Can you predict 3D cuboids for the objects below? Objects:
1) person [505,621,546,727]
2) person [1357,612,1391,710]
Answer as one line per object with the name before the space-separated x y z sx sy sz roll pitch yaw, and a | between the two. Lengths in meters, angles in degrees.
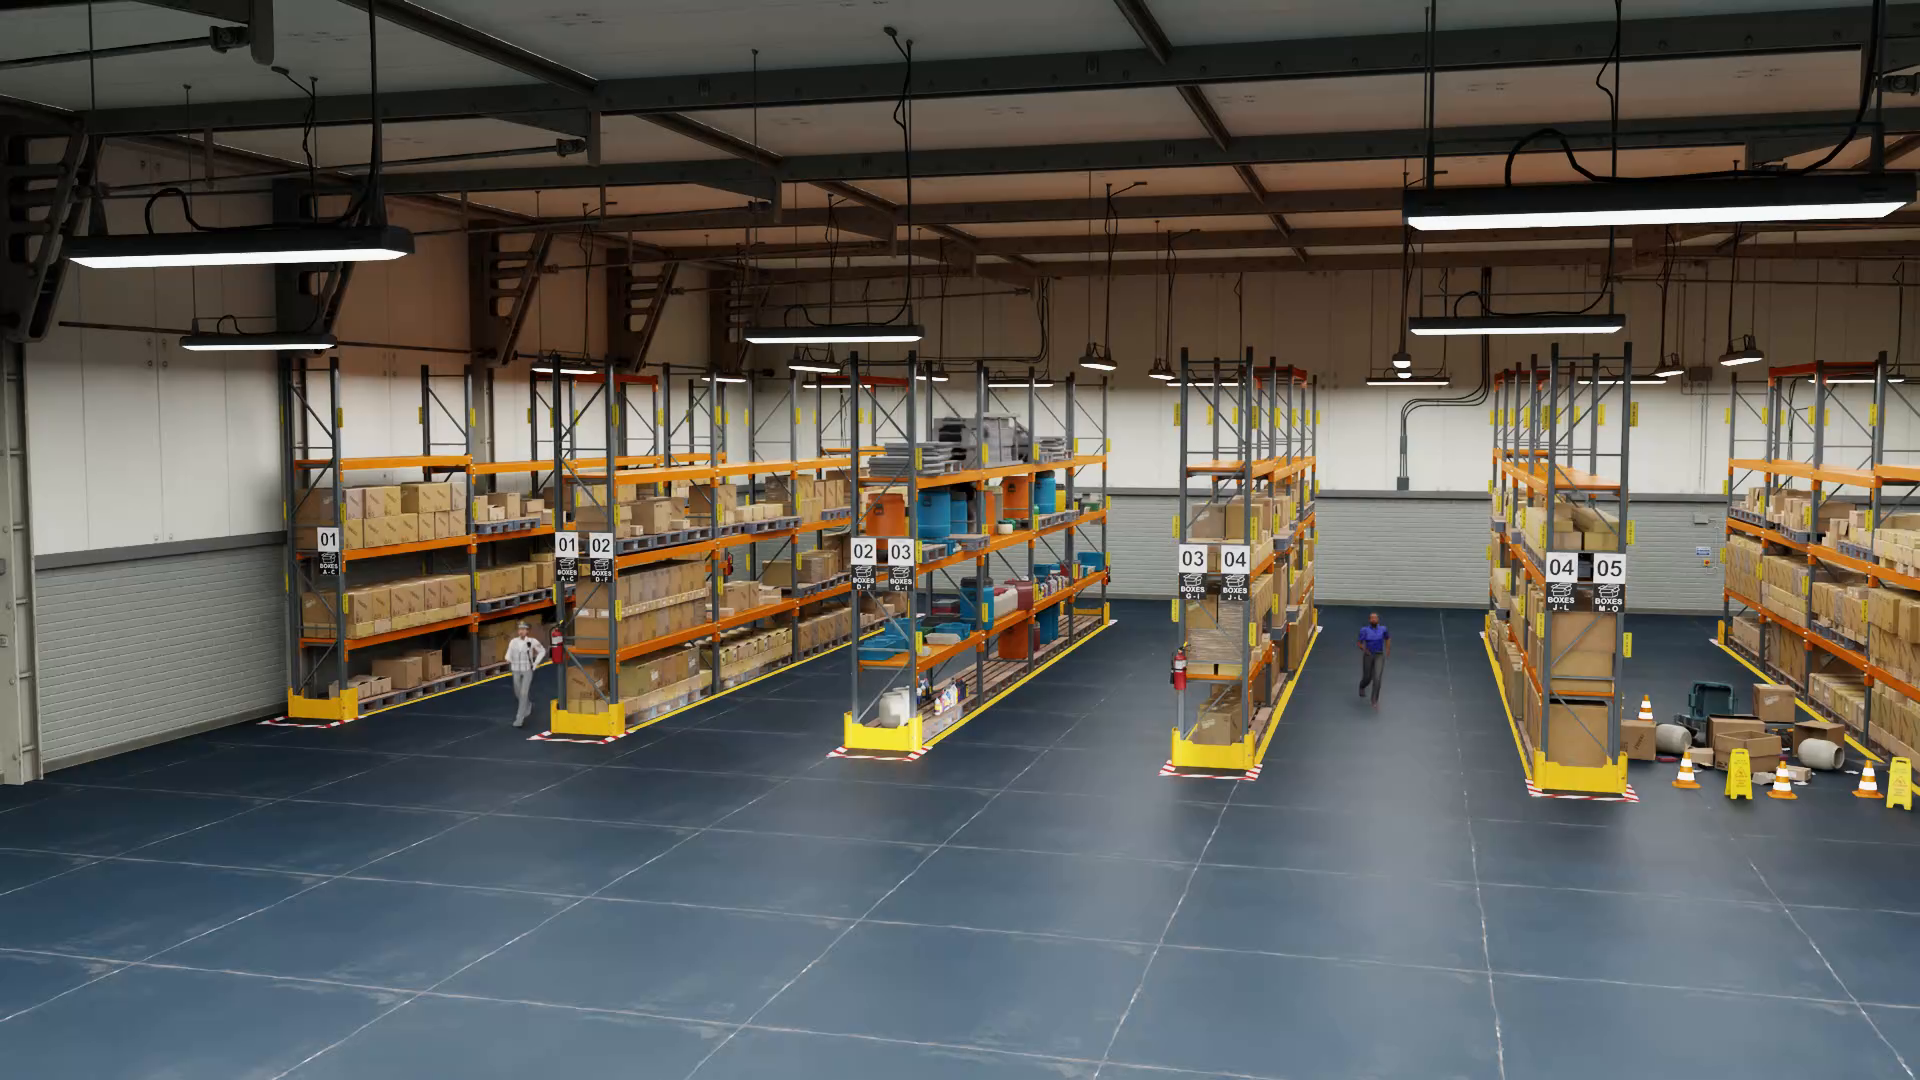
person | -7.112 2.141 27.091 0.619 1.668 0.917 0 4 6
person | 7.202 2.073 28.947 0.587 1.656 0.841 1 4 7
